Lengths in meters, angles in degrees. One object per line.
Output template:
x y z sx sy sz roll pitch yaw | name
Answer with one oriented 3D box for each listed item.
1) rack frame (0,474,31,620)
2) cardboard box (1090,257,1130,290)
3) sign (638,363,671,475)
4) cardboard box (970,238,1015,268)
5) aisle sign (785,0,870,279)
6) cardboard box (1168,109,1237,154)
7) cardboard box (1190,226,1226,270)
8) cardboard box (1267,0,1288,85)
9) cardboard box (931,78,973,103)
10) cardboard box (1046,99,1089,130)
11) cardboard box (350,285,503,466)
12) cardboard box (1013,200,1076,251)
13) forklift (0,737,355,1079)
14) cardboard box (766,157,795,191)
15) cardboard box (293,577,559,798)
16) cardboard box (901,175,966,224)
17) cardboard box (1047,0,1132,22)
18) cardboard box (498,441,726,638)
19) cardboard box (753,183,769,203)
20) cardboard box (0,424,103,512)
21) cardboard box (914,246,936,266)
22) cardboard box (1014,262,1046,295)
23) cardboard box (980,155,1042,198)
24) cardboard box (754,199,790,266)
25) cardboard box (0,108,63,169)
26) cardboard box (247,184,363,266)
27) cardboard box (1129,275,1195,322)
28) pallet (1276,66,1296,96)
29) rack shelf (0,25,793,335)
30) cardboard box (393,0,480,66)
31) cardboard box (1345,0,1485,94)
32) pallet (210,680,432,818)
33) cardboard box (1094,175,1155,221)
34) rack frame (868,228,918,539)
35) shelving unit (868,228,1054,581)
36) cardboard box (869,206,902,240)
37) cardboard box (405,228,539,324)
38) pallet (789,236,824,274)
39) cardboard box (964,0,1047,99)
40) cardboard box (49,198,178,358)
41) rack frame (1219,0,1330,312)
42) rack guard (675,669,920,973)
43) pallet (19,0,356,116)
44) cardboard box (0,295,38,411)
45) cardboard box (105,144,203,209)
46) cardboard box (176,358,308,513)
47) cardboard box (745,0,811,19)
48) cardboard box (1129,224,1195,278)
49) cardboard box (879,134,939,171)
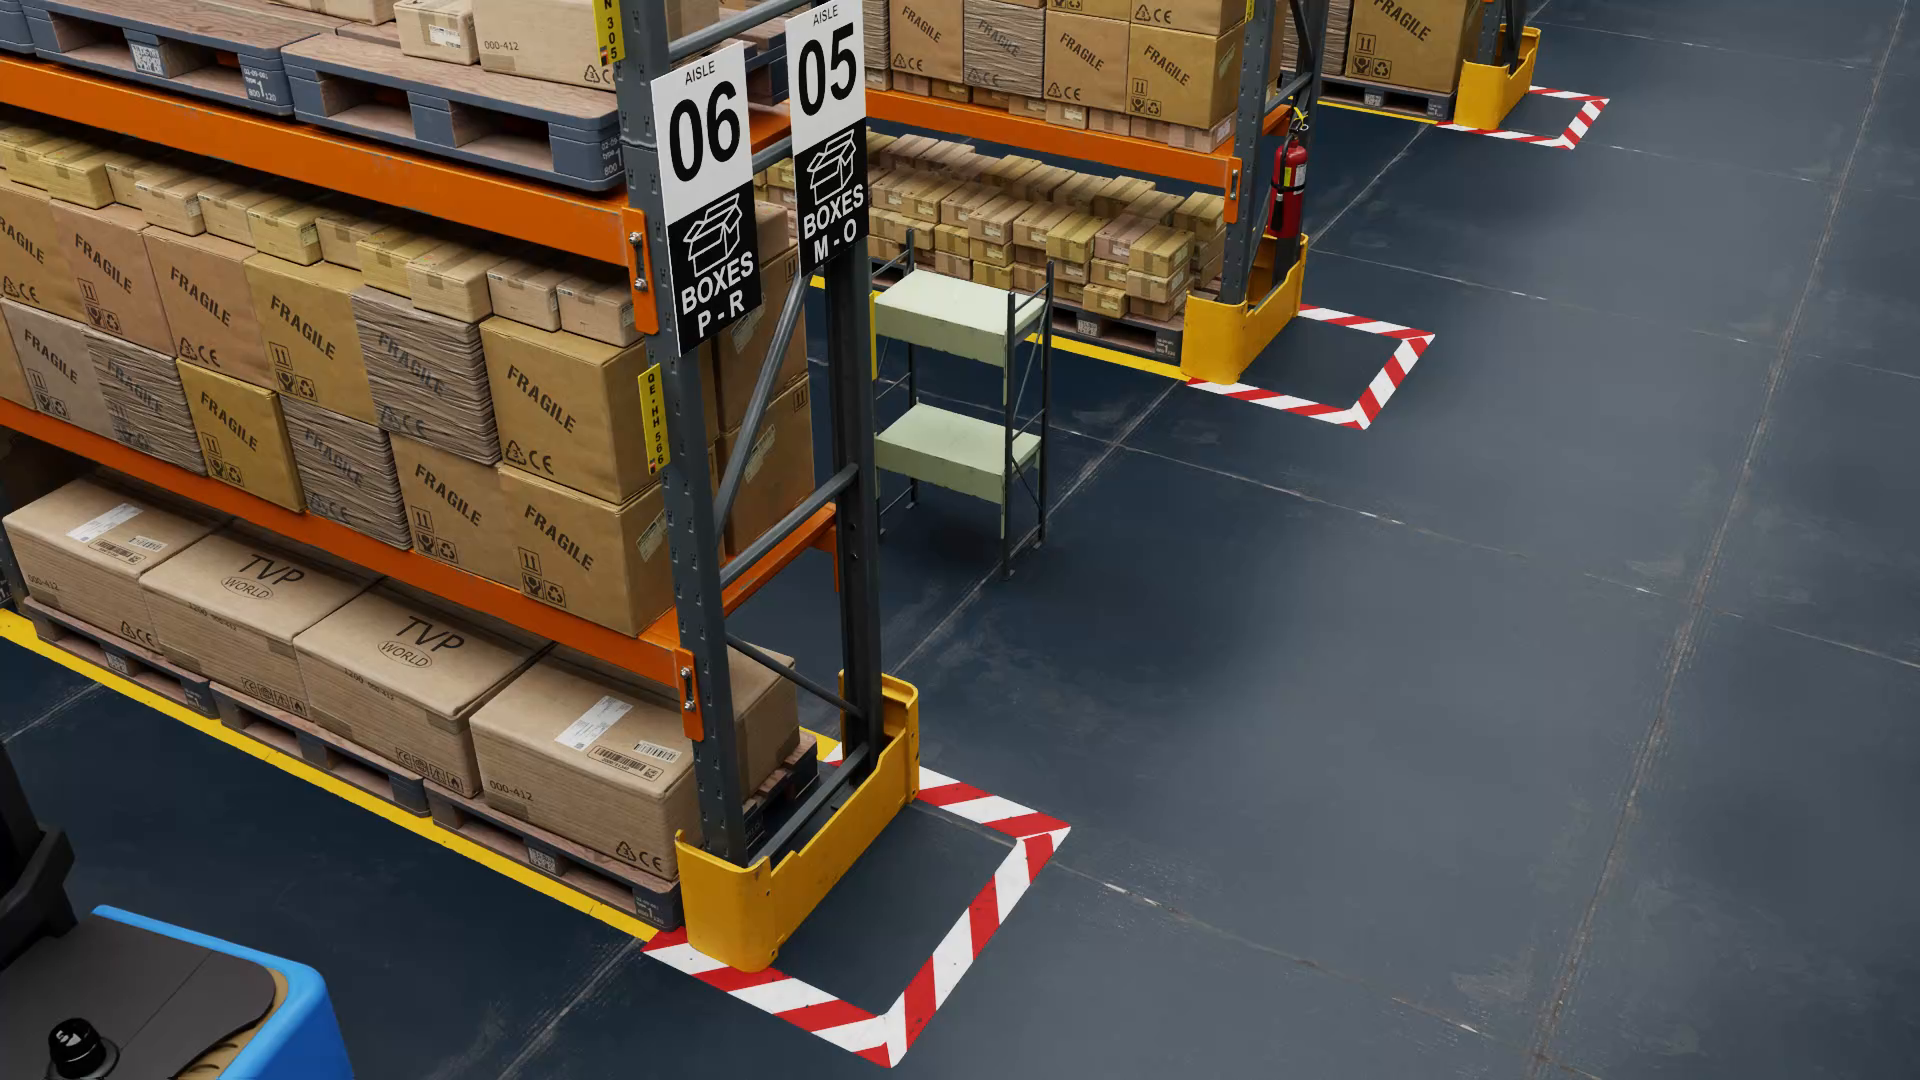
-4.072 -1.125 7.233 0.127 3.000 1.000 18 37 24 | rack frame
0.969 -1.652 9.950 0.250 0.149 0.380 17 37 23 | cardboard box
-0.881 -0.348 4.808 0.005 0.325 0.100 18 37 24 | sign
0.261 -1.833 10.221 0.250 0.149 0.380 18 38 25 | cardboard box
-0.393 -1.227 5.040 0.004 0.787 0.394 18 37 24 | aisle sign
1.346 -2.284 9.200 0.250 0.149 0.380 18 38 24 | cardboard box
1.442 -1.814 10.193 0.250 0.149 0.380 19 38 26 | cardboard box
1.516 -2.857 9.475 0.500 0.500 0.500 19 38 27 | cardboard box
0.033 -2.746 9.893 0.250 0.149 0.380 18 38 25 | cardboard box
0.690 -2.491 9.511 0.250 0.149 0.380 19 38 26 | cardboard box
-1.604 -0.630 5.498 0.500 0.500 0.500 18 38 25 | cardboard box
0.513 -1.903 10.058 0.250 0.149 0.380 16 37 23 | cardboard box
-3.293 0.837 4.348 3.031 2.935 1.130 11 35 16 | forklift
-1.054 -2.426 10.843 0.250 0.149 0.380 17 37 24 | cardboard box
-2.021 0.486 6.747 0.875 0.438 0.875 19 38 26 | cardboard box
-0.163 -2.134 10.405 0.250 0.149 0.380 18 38 25 | cardboard box
0.808 -3.162 9.031 0.500 0.500 0.500 16 37 23 | cardboard box
-1.149 -0.072 5.561 0.500 0.500 0.500 18 38 25 | cardboard box
-1.284 -2.367 11.023 0.250 0.149 0.380 18 38 25 | cardboard box
-4.650 -0.547 7.904 0.875 0.875 0.875 19 38 26 | cardboard box
-0.134 -1.896 10.584 0.250 0.149 0.380 19 38 26 | cardboard box
0.528 -1.665 10.237 0.250 0.149 0.380 18 38 25 | cardboard box
0.330 -2.331 10.700 0.250 0.149 0.380 18 38 25 | cardboard box
-0.770 -0.984 5.443 0.250 0.149 0.380 18 38 25 | cardboard box
-3.453 -1.528 6.261 0.250 0.149 0.380 17 37 24 | cardboard box
-2.145 -1.080 5.587 0.250 0.149 0.380 19 38 26 | cardboard box
1.209 -1.467 9.941 0.250 0.149 0.380 18 38 25 | cardboard box
2.530 -4.151 14.294 1.213 0.211 1.003 18 37 24 | pallet
-2.336 -1.524 5.775 4.000 0.370 1.077 18 37 24 | rack shelf
-1.438 -1.543 4.911 0.250 0.149 0.380 15 36 21 | cardboard box
3.723 -4.222 13.422 0.875 0.875 0.875 18 37 24 | cardboard box
-2.387 0.617 7.132 1.213 0.211 1.003 18 37 24 | pallet
1.029 -2.127 10.394 0.250 0.149 0.380 17 37 24 | cardboard box
-0.324 -0.727 7.988 0.023 1.500 0.400 18 37 24 | rack frame
-0.006 -0.626 7.837 0.755 1.500 0.431 18 37 24 | shelving unit
-0.406 -2.055 10.554 0.250 0.149 0.380 17 37 24 | cardboard box
-1.508 -0.844 5.233 0.250 0.149 0.380 17 37 24 | cardboard box
-1.103 -2.207 11.373 1.213 0.211 1.003 18 37 24 | pallet
0.362 -2.879 9.508 0.500 0.500 0.500 18 38 25 | cardboard box
-2.904 -1.047 6.124 0.500 0.500 0.500 18 38 25 | cardboard box
1.769 -2.435 9.200 0.127 3.000 1.000 18 37 24 | rack frame
-0.578 1.022 6.264 0.348 0.500 1.175 18 37 24 | rack guard
-2.312 -1.771 5.576 1.213 0.211 1.003 18 37 24 | pallet
-3.795 -0.912 6.822 0.500 0.500 0.500 19 38 26 | cardboard box
-2.793 -1.314 5.939 0.250 0.149 0.380 17 37 24 | cardboard box
-2.484 -0.490 6.189 0.500 0.500 0.500 19 38 26 | cardboard box
-0.966 -3.310 10.156 0.500 0.500 0.500 18 37 24 | cardboard box
1.184 -1.694 9.744 0.250 0.149 0.380 18 38 25 | cardboard box
-0.337 -2.543 11.019 0.250 0.149 0.380 16 37 22 | cardboard box
